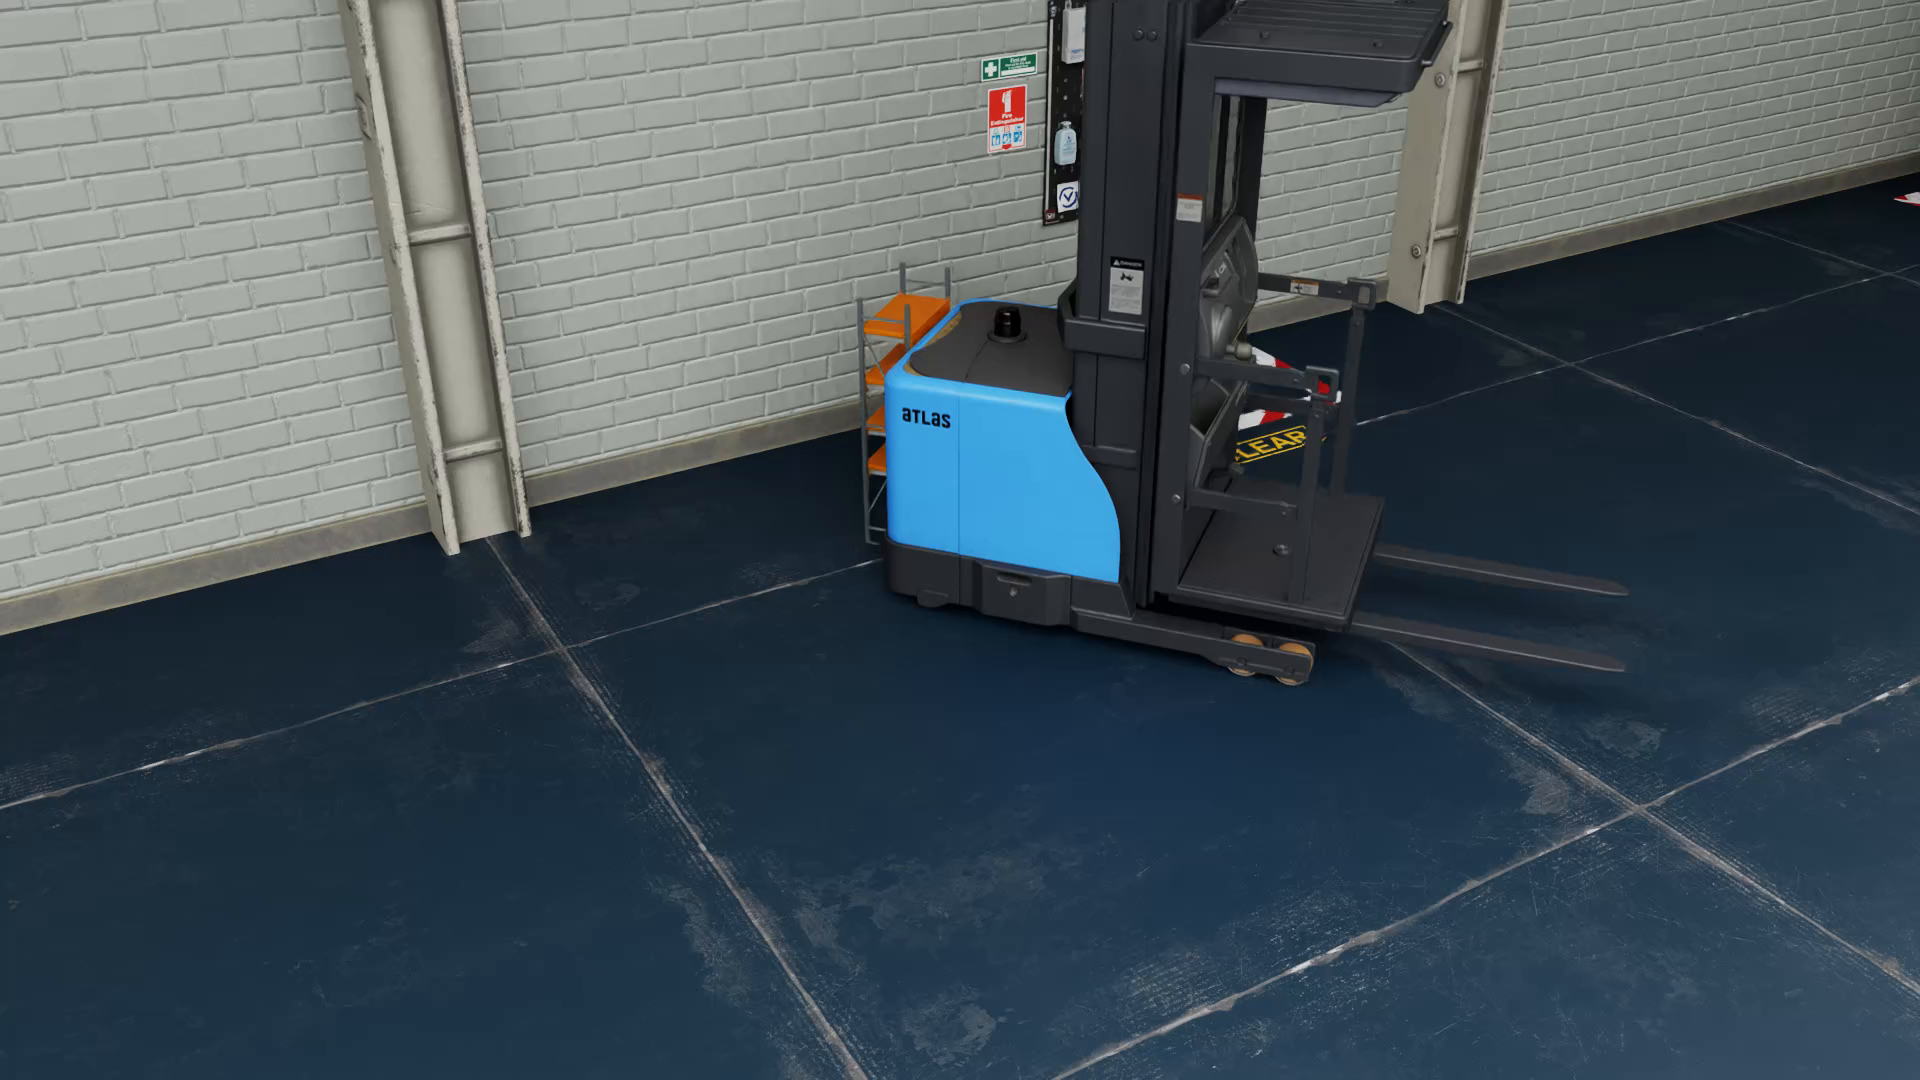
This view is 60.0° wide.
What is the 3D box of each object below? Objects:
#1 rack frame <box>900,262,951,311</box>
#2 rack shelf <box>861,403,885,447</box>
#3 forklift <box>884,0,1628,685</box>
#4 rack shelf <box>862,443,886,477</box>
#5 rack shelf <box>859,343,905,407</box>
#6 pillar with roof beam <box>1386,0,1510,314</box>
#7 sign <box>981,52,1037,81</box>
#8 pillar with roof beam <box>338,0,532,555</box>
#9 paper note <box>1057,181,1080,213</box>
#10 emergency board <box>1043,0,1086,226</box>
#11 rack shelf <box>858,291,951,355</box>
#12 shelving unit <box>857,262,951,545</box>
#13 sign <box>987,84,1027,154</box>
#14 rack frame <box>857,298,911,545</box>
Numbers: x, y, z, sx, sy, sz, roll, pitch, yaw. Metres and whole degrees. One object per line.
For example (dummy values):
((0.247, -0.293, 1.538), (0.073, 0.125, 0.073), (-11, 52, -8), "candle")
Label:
((-0.157, -0.716, 7.805), (0.240, 1.200, 0.015), (10, 30, 18), "rack frame")
((-0.241, -0.547, 7.637), (0.258, 0.148, 0.480), (10, 30, 18), "rack shelf")
((1.246, -0.990, 6.510), (3.031, 2.935, 1.130), (10, 30, 18), "forklift")
((-0.241, -0.373, 7.733), (0.258, 0.148, 0.480), (10, 30, 18), "rack shelf")
((-0.242, -0.743, 7.529), (0.258, 0.148, 0.480), (10, 30, 18), "rack shelf")
((5.101, -3.656, 5.062), (0.400, 9.000, 9.100), (-16, 33, -26), "pillar with roof beam")
((0.250, -2.387, 8.385), (0.331, 0.109, 0.001), (-16, 33, -26), "sign")
((-0.072, -2.188, 2.400), (0.400, 9.000, 9.100), (-16, 33, -26), "pillar with roof beam")
((0.583, -1.834, 8.880), (0.142, 0.148, 0.016), (-16, 33, -26), "paper note")
((0.770, -2.234, 8.694), (0.643, 1.169, 0.194), (-16, 33, -26), "emergency board")
((-0.243, -0.950, 7.415), (0.258, 0.148, 0.480), (10, 30, 18), "rack shelf")
((-0.242, -0.606, 7.605), (0.258, 1.200, 0.503), (10, 30, 18), "shelving unit")
((0.241, -2.157, 8.518), (0.234, 0.329, 0.001), (-16, 33, -26), "sign")
((-0.326, -0.495, 7.405), (0.240, 1.200, 0.015), (10, 30, 18), "rack frame")
